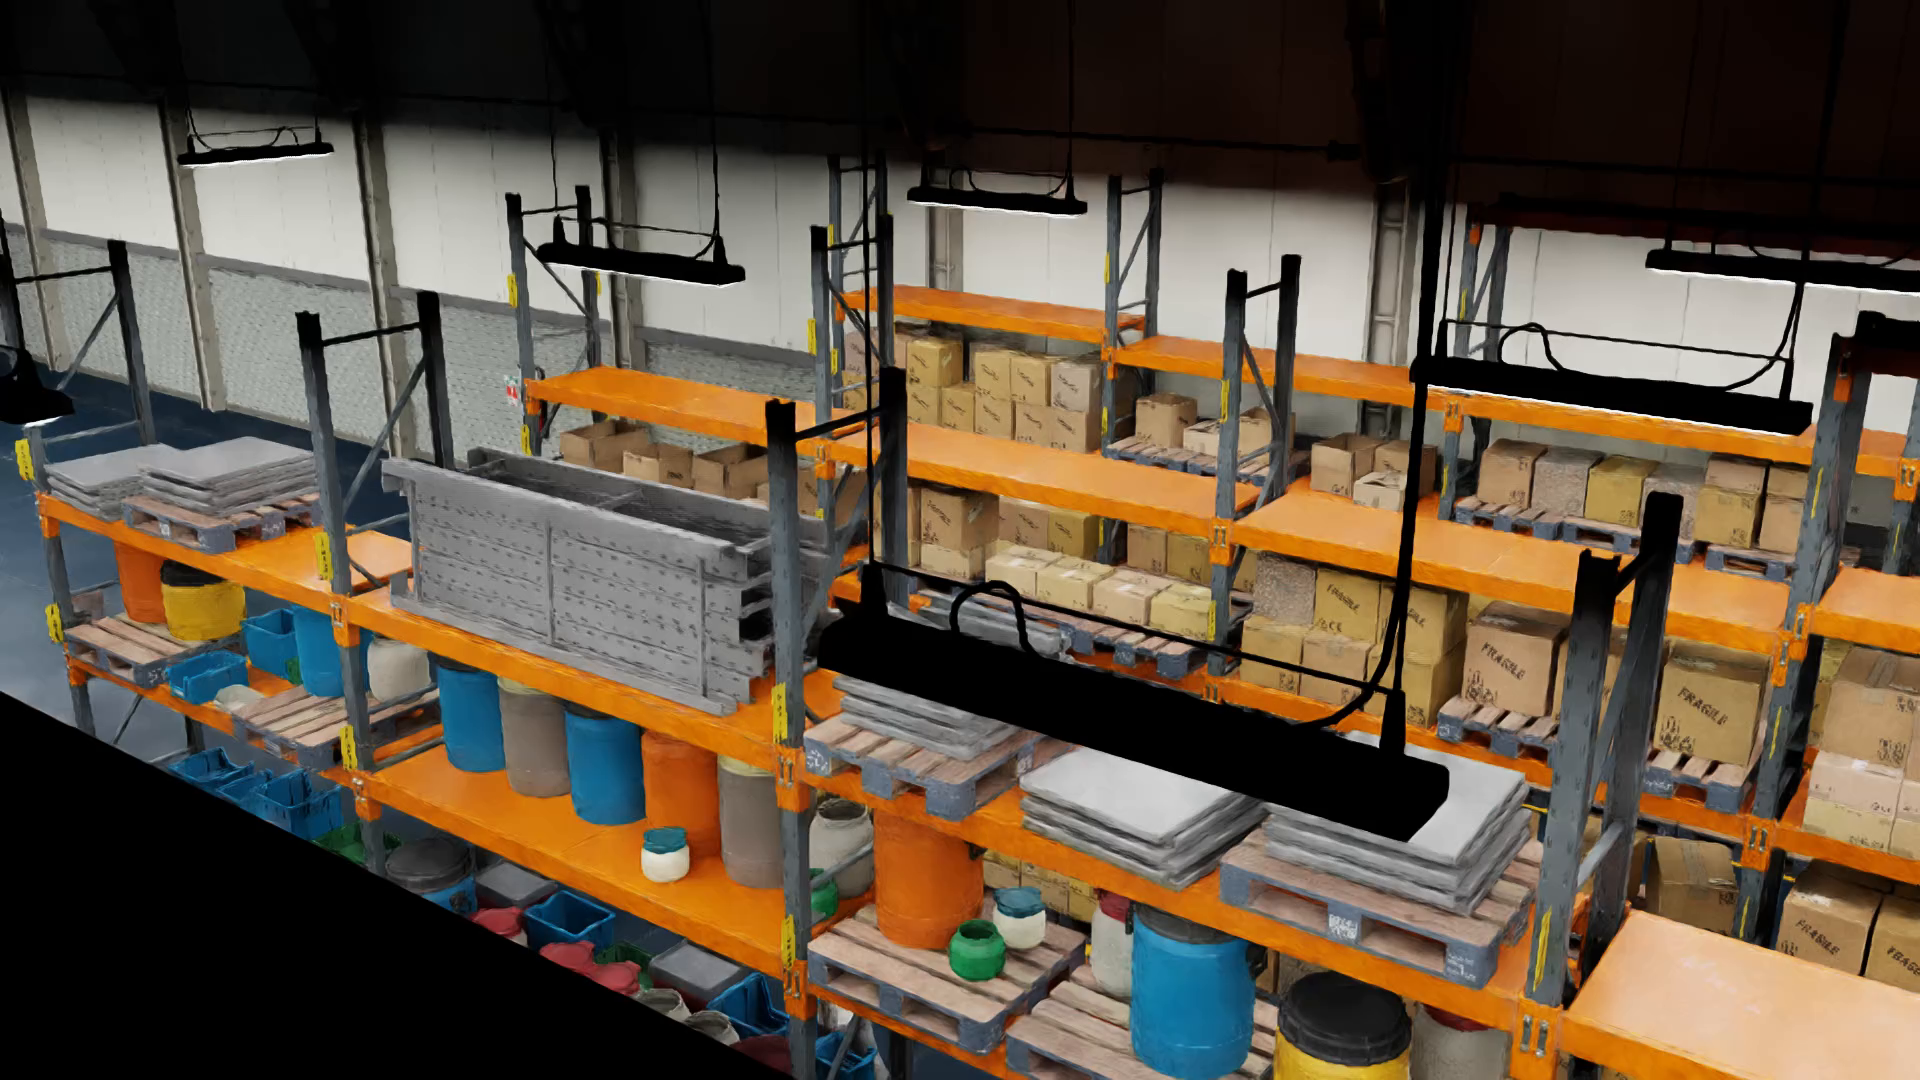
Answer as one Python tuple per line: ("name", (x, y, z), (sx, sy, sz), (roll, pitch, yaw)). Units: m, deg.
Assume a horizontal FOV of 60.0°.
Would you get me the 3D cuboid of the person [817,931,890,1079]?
("person", (-0.895, 3.416, 12.198), (1.115, 1.700, 0.543), (14, 23, 36))
